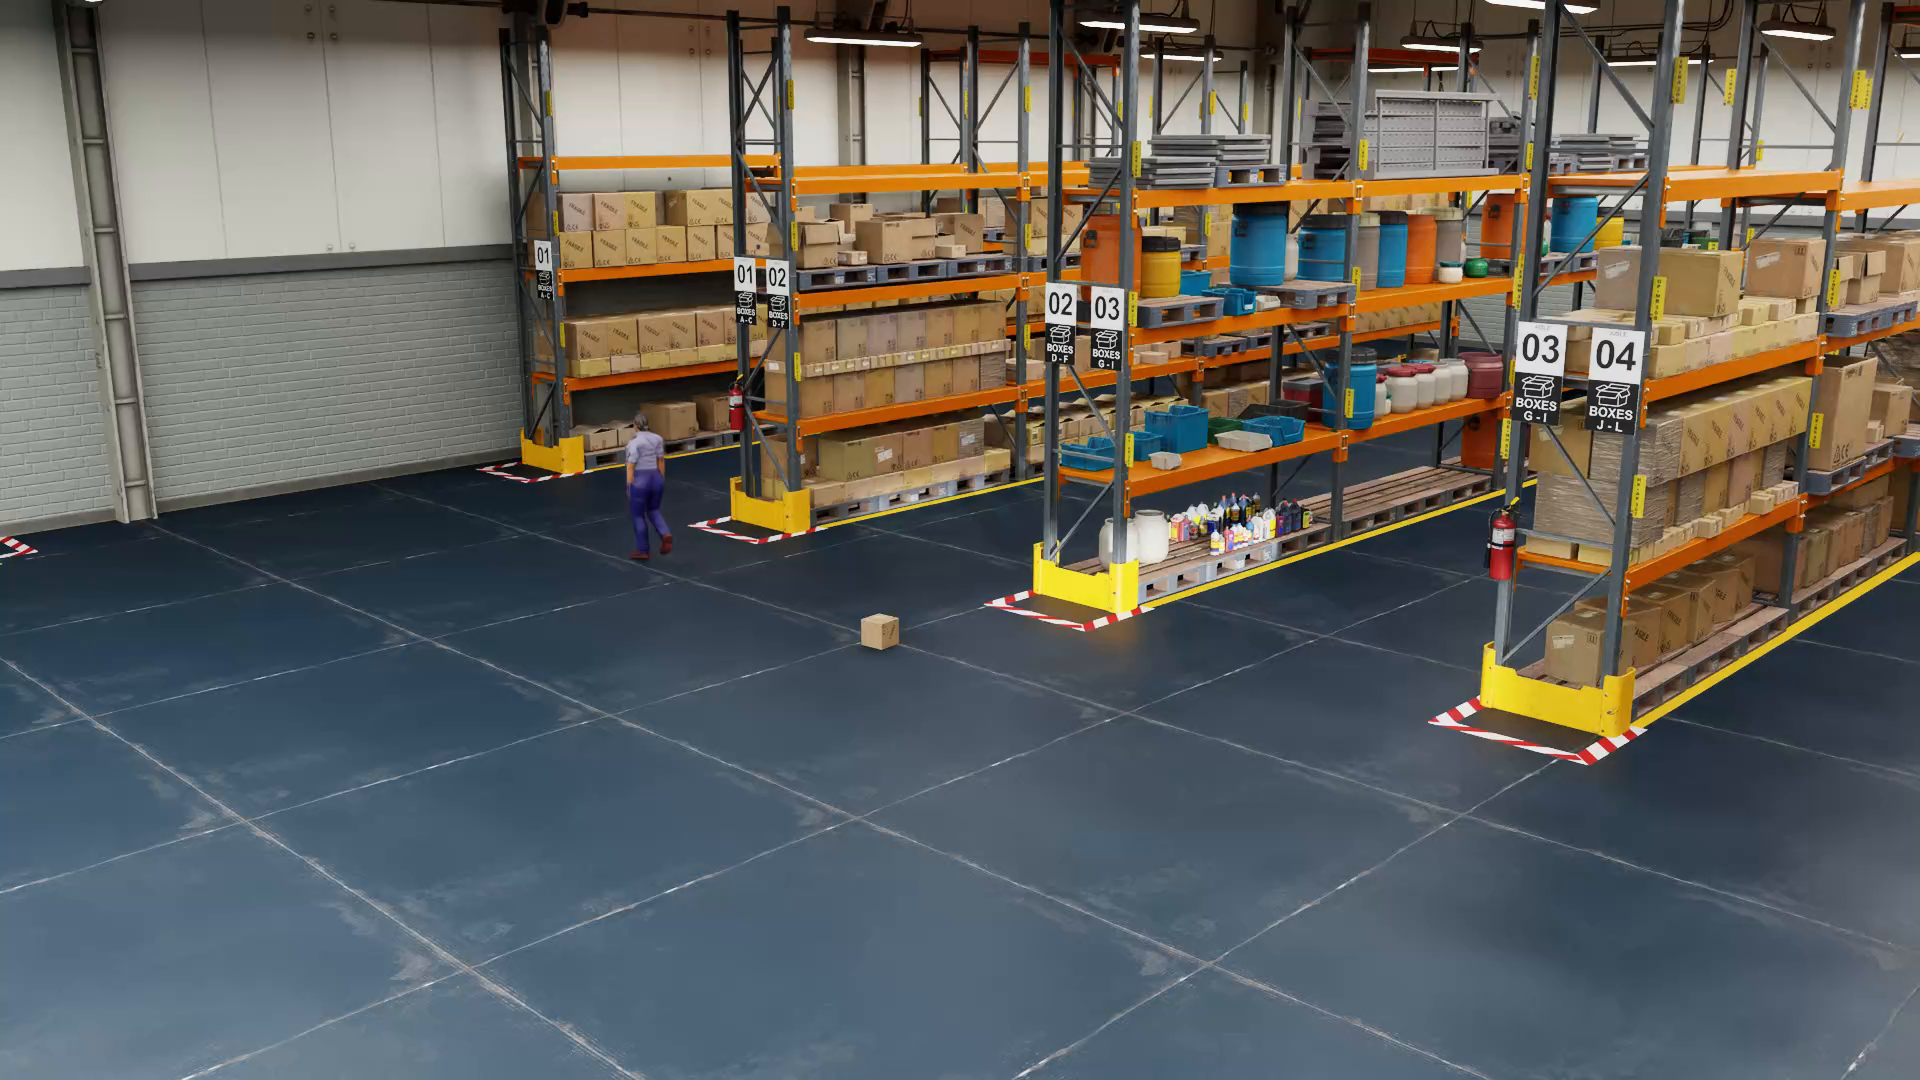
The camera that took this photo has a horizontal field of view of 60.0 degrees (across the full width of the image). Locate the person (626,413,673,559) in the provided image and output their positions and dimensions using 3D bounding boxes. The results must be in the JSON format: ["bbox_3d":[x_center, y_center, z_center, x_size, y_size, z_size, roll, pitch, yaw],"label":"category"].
[{"bbox_3d":[-3.453,-0.597,18.375,0.492,1.640,0.478,13,19,43],"label":"person"}]
